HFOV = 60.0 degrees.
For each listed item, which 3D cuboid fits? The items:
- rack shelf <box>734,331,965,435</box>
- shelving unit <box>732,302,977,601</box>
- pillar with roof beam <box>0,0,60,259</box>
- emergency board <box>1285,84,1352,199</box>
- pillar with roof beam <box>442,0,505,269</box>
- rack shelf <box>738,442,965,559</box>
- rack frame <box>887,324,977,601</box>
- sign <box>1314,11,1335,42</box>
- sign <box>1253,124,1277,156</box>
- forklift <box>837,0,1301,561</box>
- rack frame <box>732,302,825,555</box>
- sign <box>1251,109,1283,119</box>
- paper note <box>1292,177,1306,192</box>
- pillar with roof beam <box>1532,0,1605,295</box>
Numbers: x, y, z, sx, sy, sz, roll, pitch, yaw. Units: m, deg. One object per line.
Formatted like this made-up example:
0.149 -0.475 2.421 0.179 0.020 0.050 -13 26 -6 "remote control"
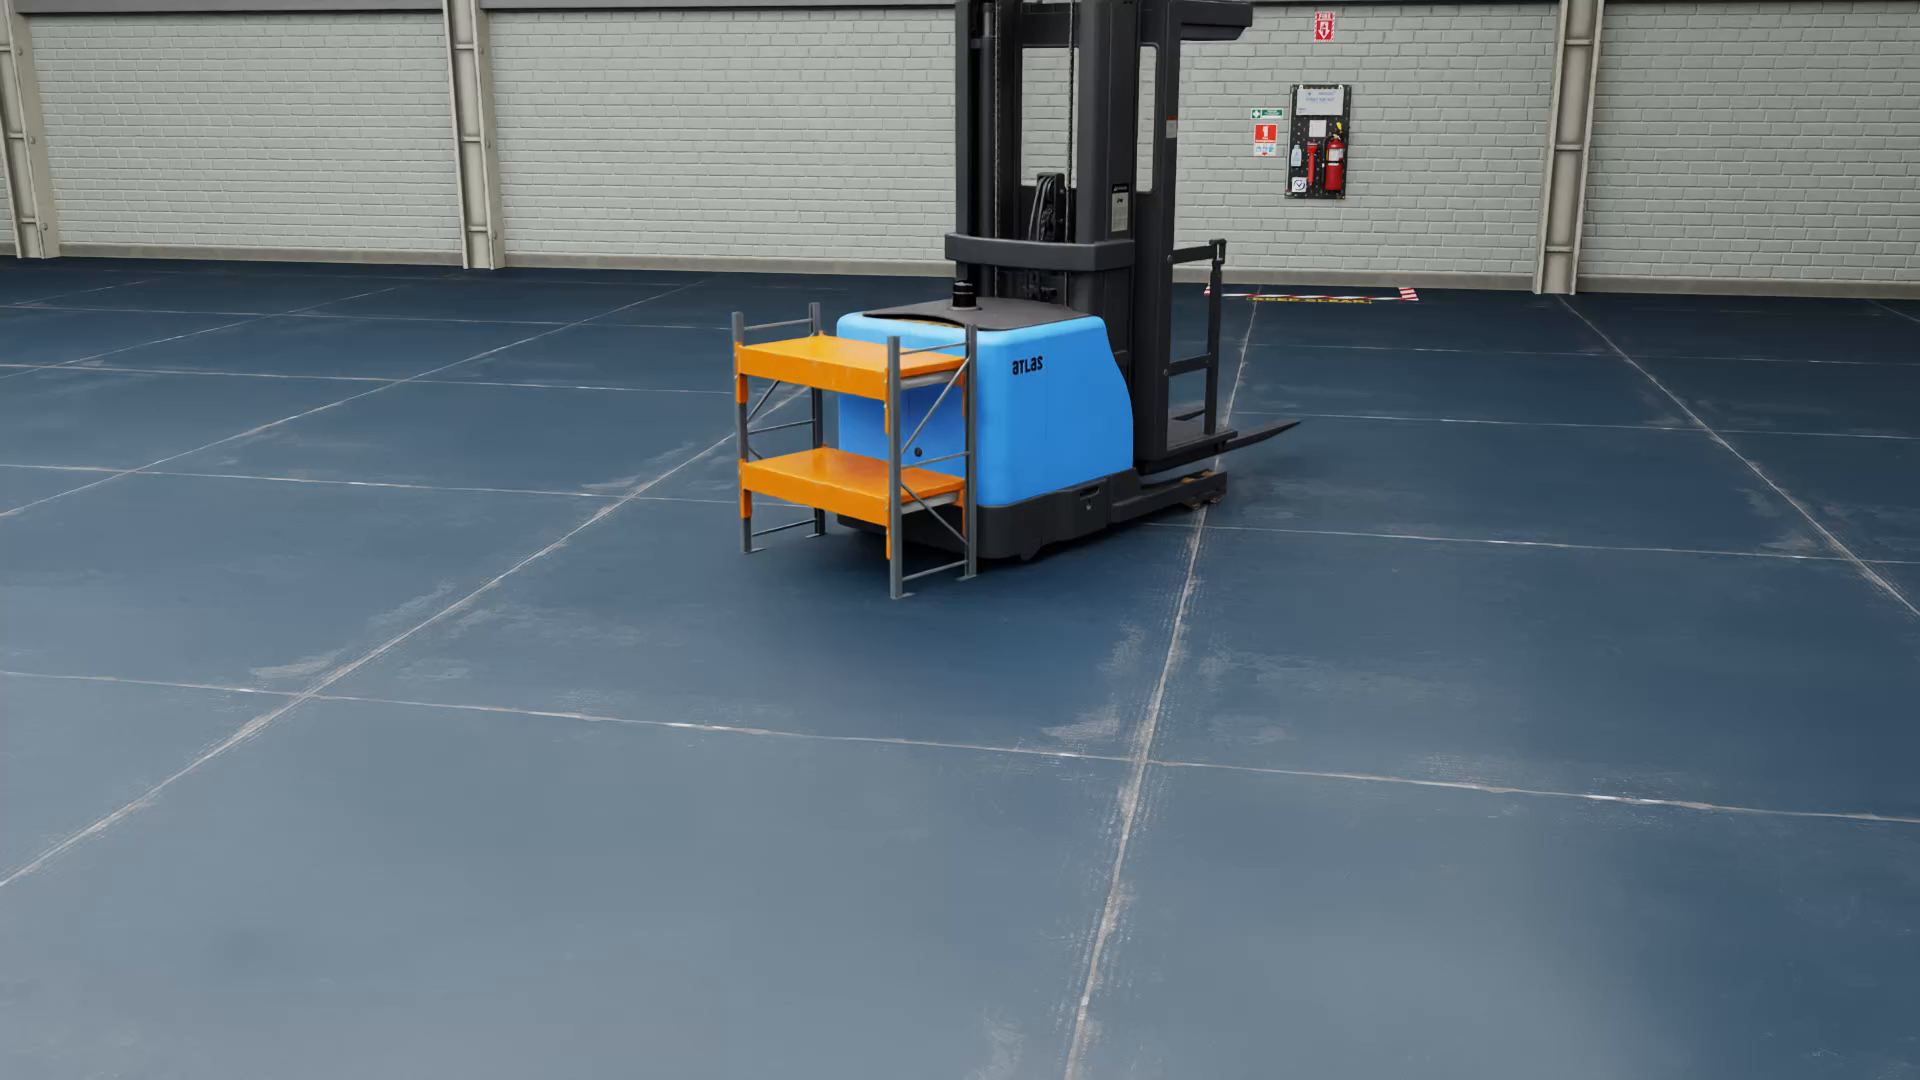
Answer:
-0.476 -0.711 7.355 1.000 0.278 0.538 15 21 42 "rack shelf"
-0.476 -0.429 7.433 1.048 1.125 0.538 15 21 42 "shelving unit"
-12.332 -6.740 15.467 0.400 9.000 9.100 3 16 11 "pillar with roof beam"
3.750 -4.159 17.387 0.643 1.169 0.194 3 16 11 "emergency board"
-6.453 -6.421 14.314 0.400 9.000 9.100 3 16 11 "pillar with roof beam"
-0.476 -0.193 7.499 1.000 0.278 0.538 15 21 42 "rack shelf"
-0.112 -0.334 7.091 0.032 1.125 0.500 15 21 42 "rack frame"
3.762 -5.303 17.173 0.199 0.298 0.001 3 16 11 "sign"
3.229 -4.232 17.586 0.234 0.329 0.001 3 16 11 "sign"
0.748 -1.645 8.439 1.130 2.935 3.031 13 20 39 "forklift"
-0.840 -0.524 7.775 0.032 1.125 0.500 15 21 42 "rack frame"
3.232 -4.485 17.506 0.331 0.109 0.001 3 16 11 "sign"
3.591 -3.762 17.604 0.142 0.148 0.016 3 16 11 "paper note"
5.307 -5.782 12.010 0.400 9.000 9.100 3 16 11 "pillar with roof beam"
